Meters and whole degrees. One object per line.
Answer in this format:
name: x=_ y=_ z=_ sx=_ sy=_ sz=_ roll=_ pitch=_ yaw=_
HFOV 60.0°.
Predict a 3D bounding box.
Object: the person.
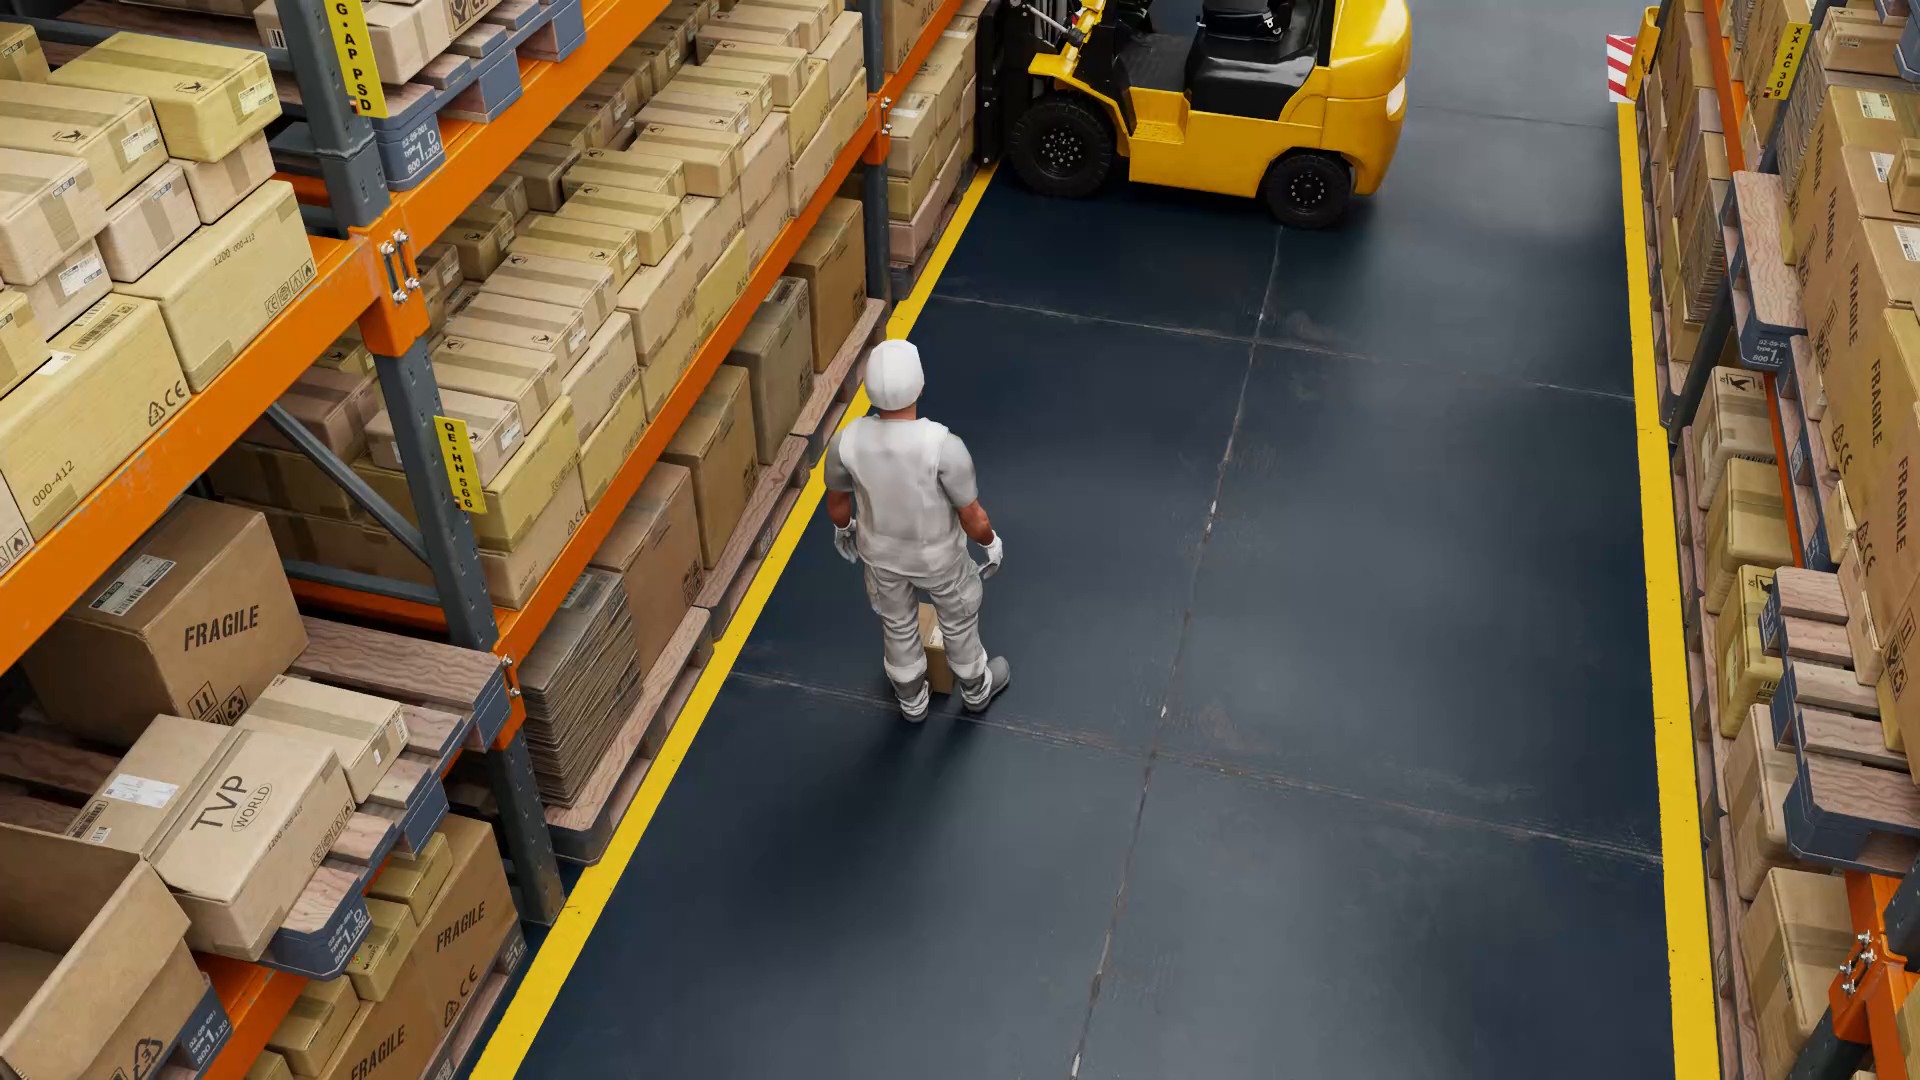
person: x=-0.143 y=-0.026 z=6.154 sx=0.638 sy=1.789 sz=0.561 roll=10 pitch=42 yaw=11
